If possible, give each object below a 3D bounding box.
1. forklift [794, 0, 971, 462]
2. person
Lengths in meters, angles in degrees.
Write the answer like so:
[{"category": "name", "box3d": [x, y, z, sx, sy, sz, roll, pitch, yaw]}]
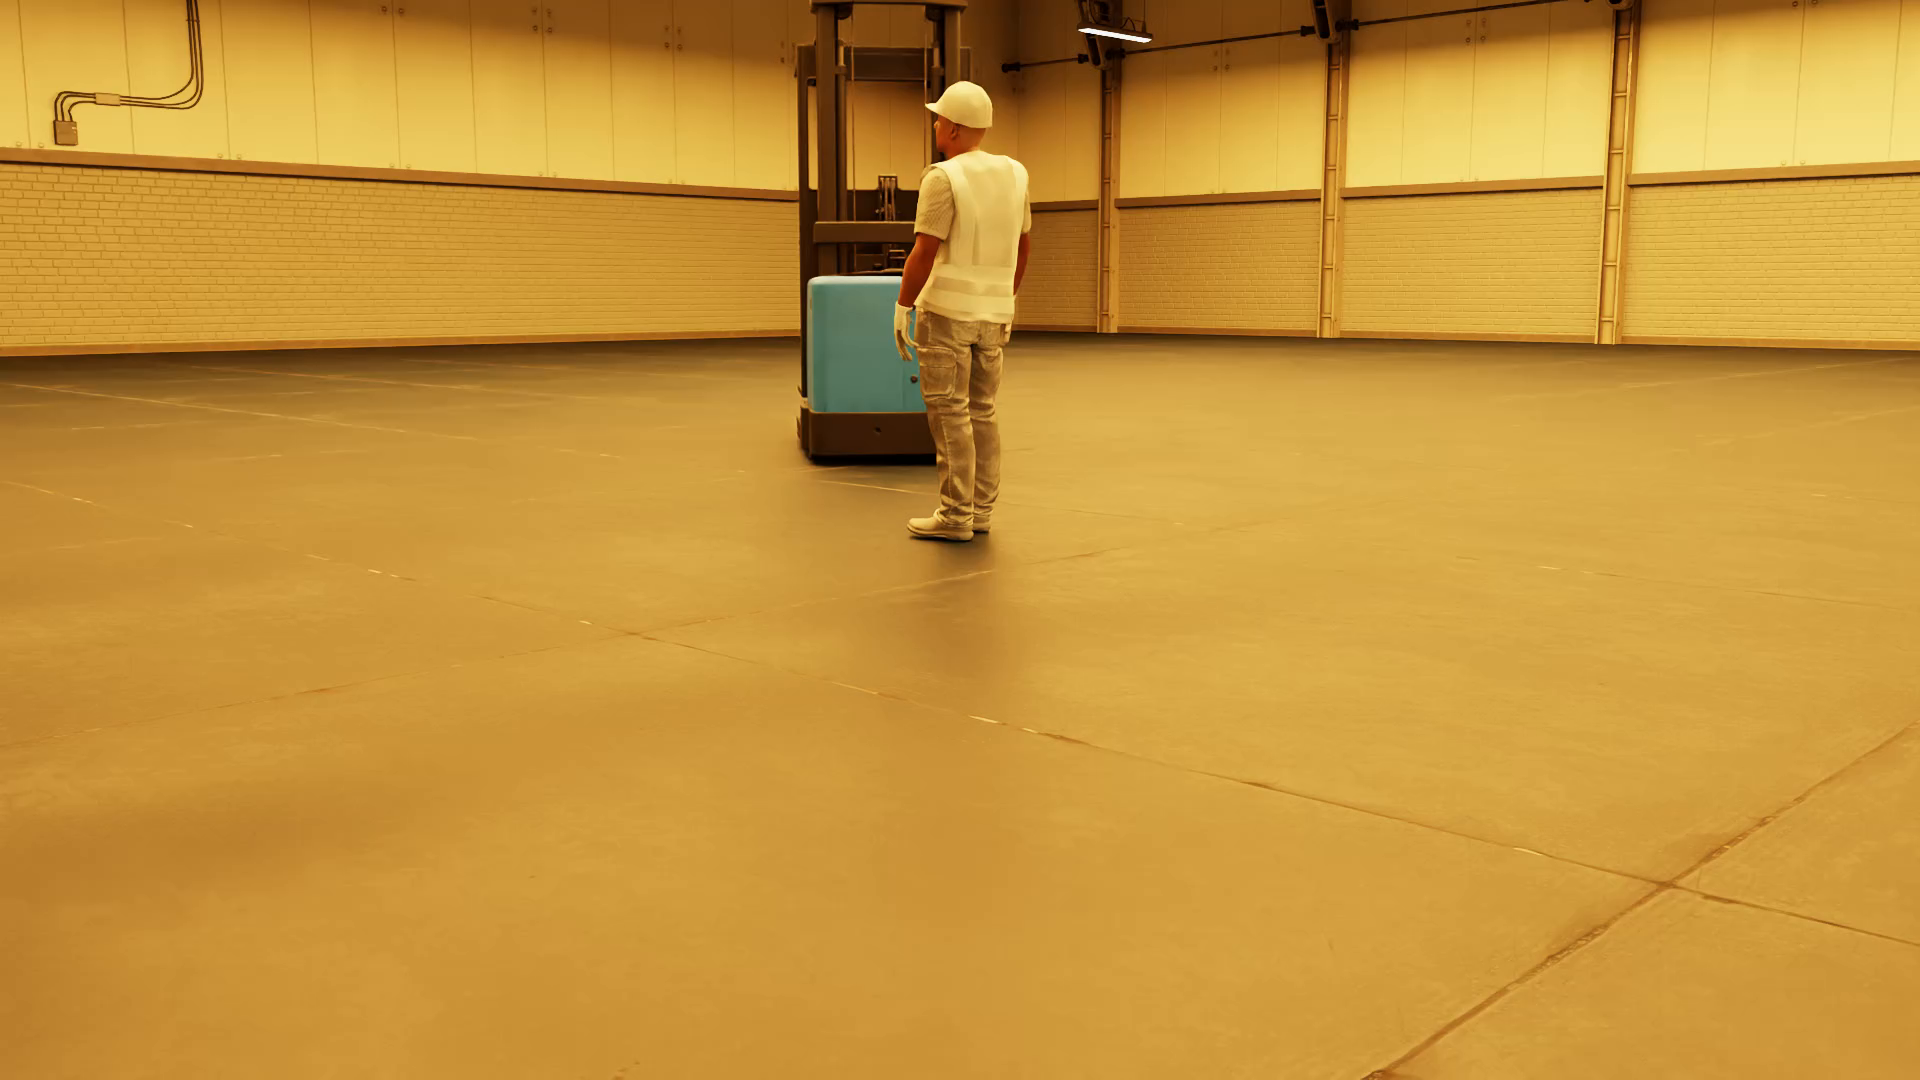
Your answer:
[{"category": "forklift", "box3d": [-0.503, -2.089, 10.749, 1.130, 2.935, 3.031, -1, 9, -7]}, {"category": "person", "box3d": [-0.047, -0.897, 6.639, 0.575, 1.784, 0.656, 8, 12, 43]}]
